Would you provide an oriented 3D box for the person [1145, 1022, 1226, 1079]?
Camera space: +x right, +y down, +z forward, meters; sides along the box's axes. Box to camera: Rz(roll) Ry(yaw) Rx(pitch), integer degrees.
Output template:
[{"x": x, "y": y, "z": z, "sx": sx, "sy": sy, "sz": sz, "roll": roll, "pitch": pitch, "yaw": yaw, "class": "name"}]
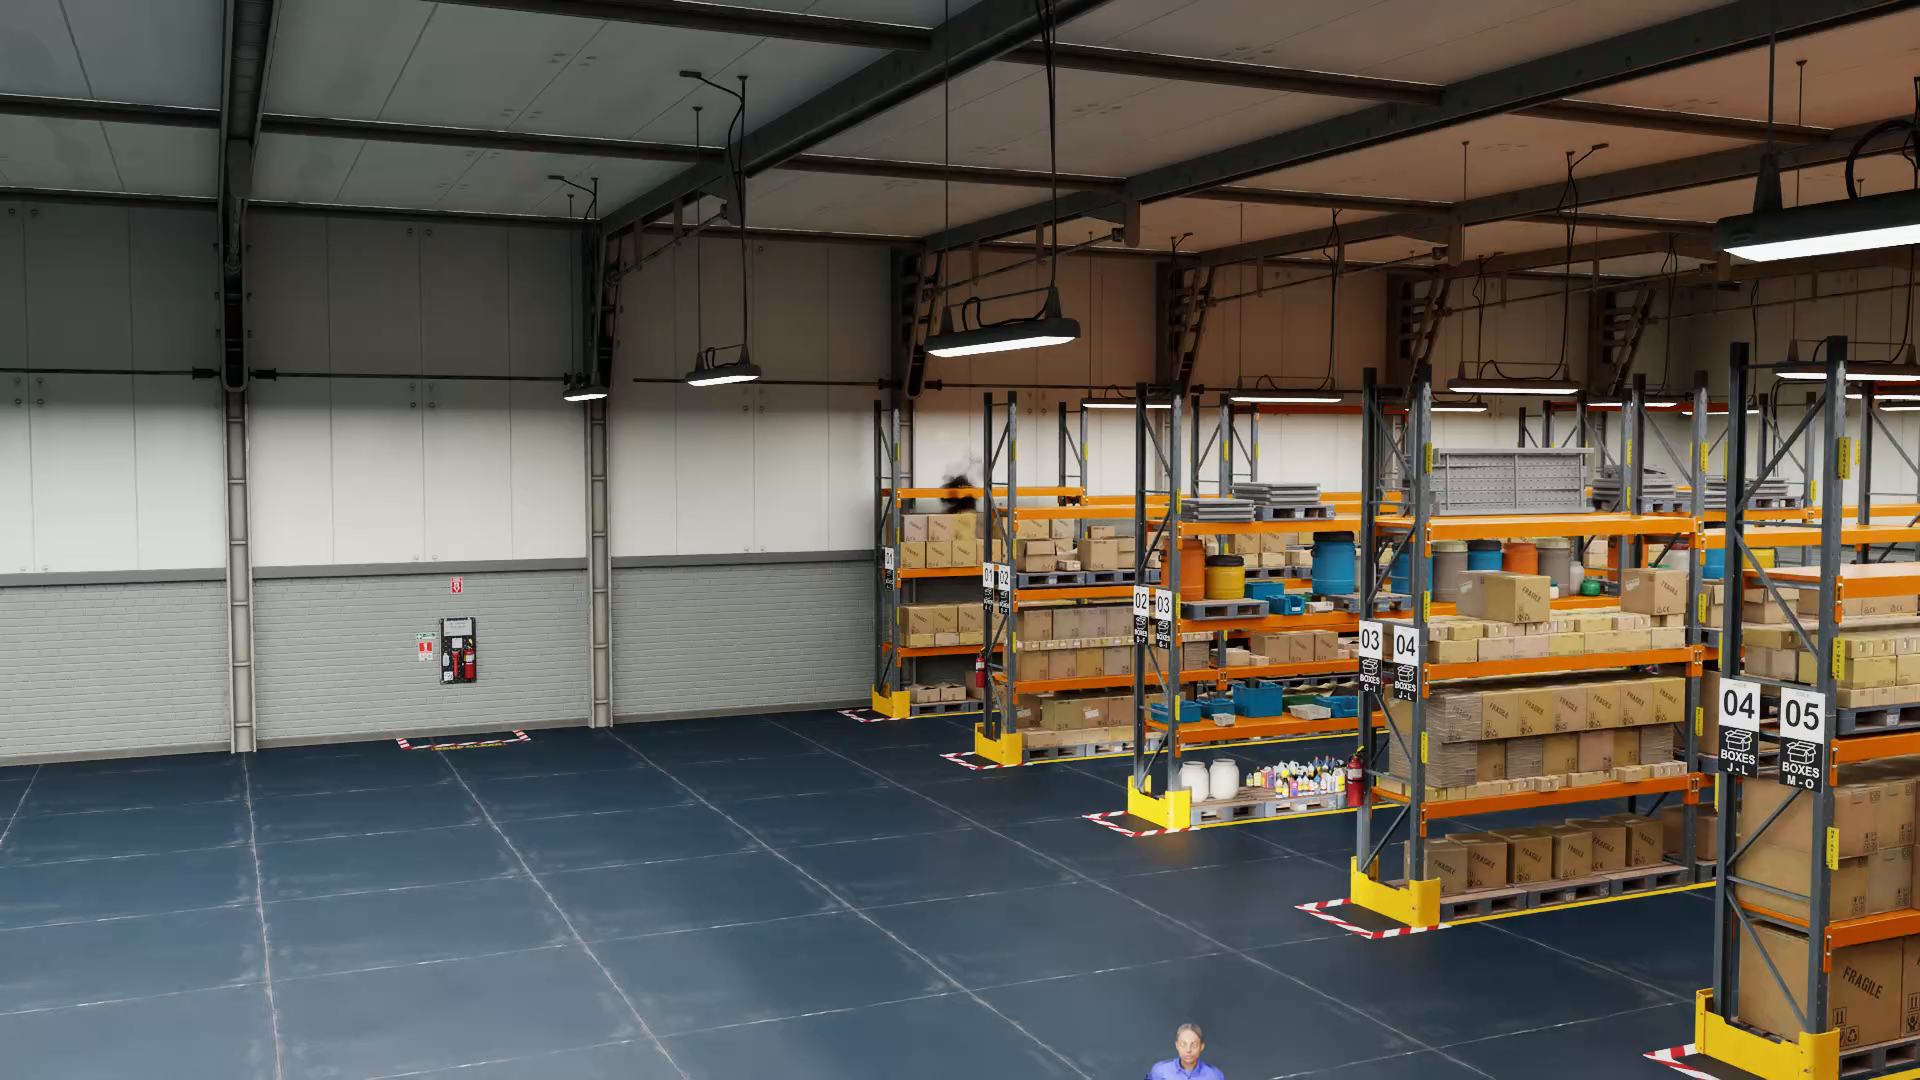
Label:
[{"x": 1.367, "y": 3.759, "z": 10.119, "sx": 0.560, "sy": 1.615, "sz": 0.576, "roll": 0, "pitch": 3, "yaw": 7, "class": "person"}]
